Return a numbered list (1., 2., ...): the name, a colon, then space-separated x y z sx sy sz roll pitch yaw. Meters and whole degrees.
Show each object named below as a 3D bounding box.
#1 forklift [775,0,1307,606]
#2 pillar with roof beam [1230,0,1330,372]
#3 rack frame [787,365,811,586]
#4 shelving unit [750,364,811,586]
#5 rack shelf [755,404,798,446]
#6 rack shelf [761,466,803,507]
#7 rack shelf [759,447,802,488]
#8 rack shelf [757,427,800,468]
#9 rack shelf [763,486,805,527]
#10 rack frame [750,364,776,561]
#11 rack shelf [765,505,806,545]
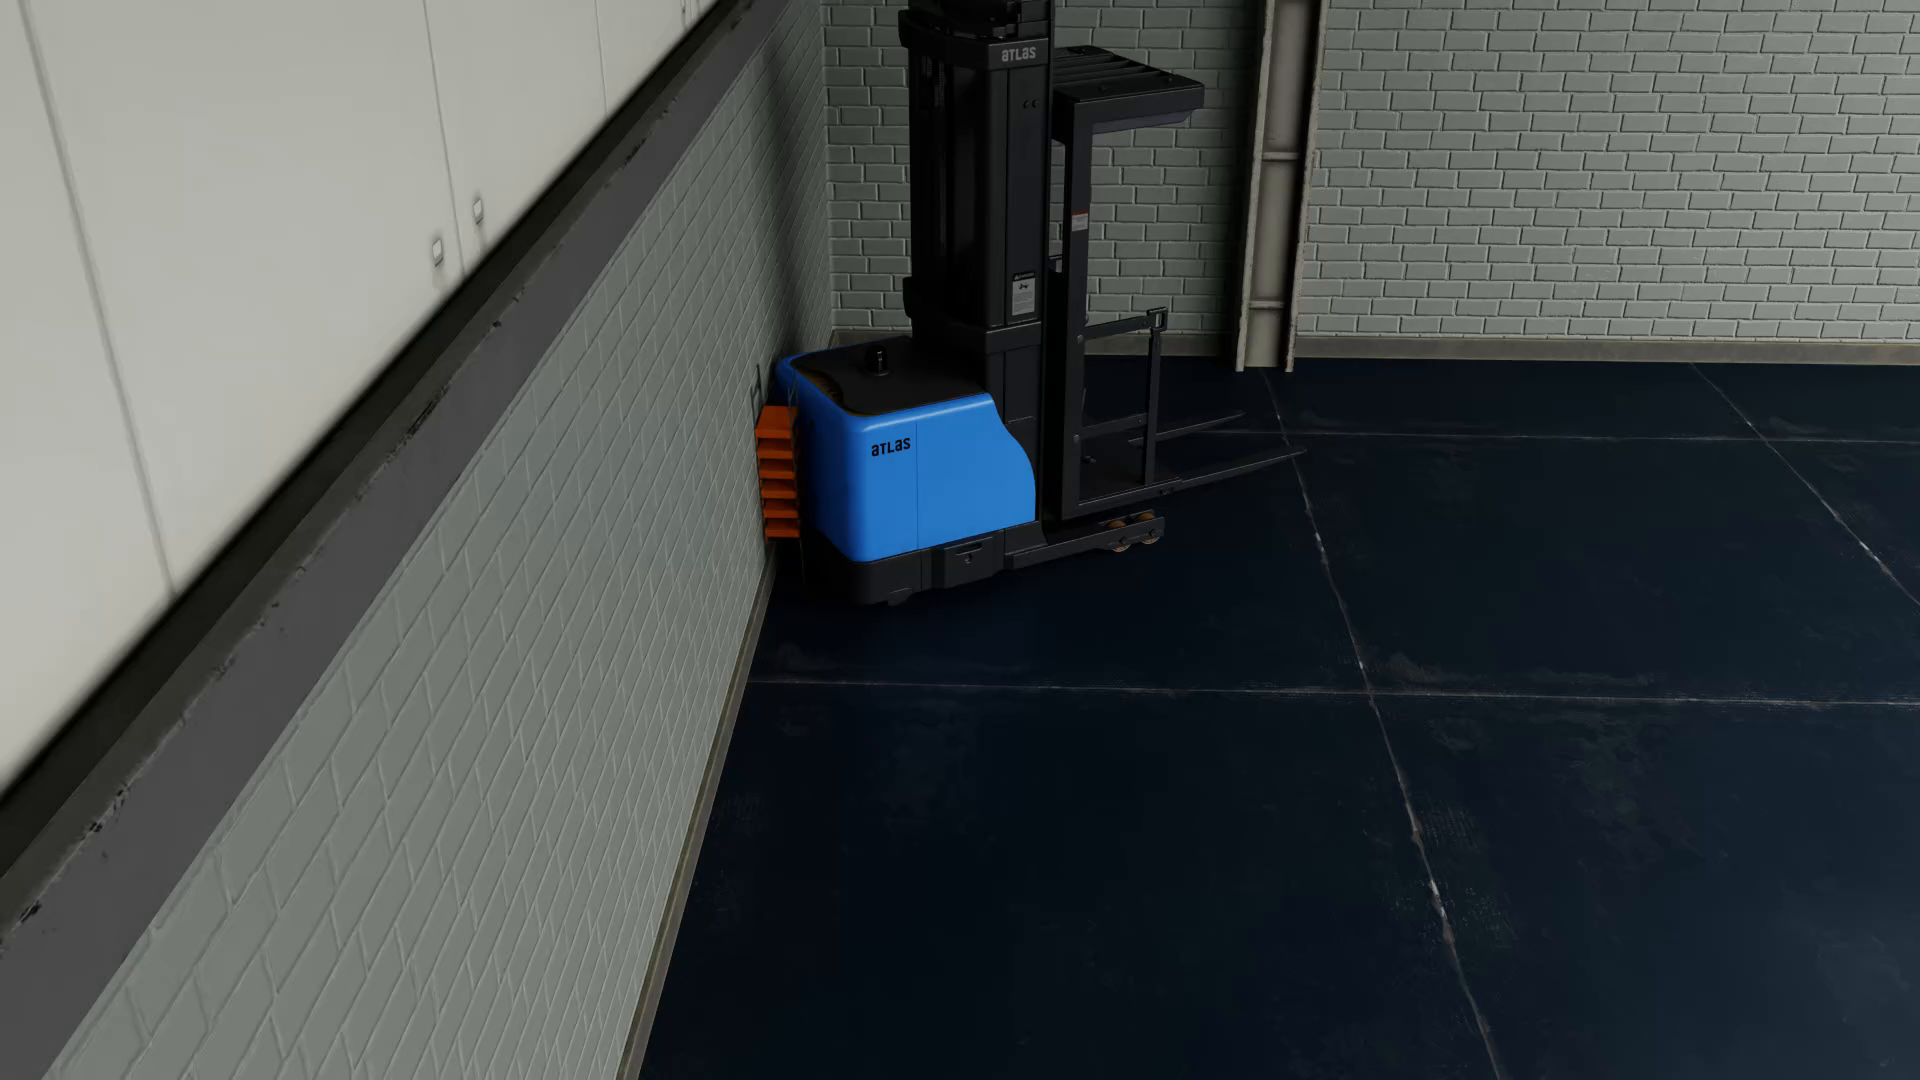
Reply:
1. forklift: 0.554 -1.434 8.825 3.031 2.935 1.130 -14 31 -25
2. pillar with roof beam: 1.942 -3.192 5.664 0.400 9.000 9.100 1 28 2
3. rack frame: -0.824 -0.315 8.548 0.006 1.200 0.240 2 35 4
4. shelving unit: -0.915 -0.317 8.554 0.189 1.200 0.258 2 35 4
5. rack shelf: -0.919 -0.576 8.373 0.180 0.103 0.258 2 35 4
6. rack shelf: -0.914 -0.281 8.579 0.180 0.103 0.258 2 35 4
7. rack shelf: -0.916 -0.379 8.511 0.180 0.103 0.258 2 35 4
8. rack shelf: -0.918 -0.477 8.442 0.180 0.103 0.258 2 35 4
9. rack shelf: -0.913 -0.182 8.648 0.180 0.103 0.258 2 35 4
10. rack frame: -1.006 -0.319 8.560 0.006 1.200 0.240 2 35 4
11. rack shelf: -0.911 -0.084 8.717 0.180 0.103 0.258 2 35 4
